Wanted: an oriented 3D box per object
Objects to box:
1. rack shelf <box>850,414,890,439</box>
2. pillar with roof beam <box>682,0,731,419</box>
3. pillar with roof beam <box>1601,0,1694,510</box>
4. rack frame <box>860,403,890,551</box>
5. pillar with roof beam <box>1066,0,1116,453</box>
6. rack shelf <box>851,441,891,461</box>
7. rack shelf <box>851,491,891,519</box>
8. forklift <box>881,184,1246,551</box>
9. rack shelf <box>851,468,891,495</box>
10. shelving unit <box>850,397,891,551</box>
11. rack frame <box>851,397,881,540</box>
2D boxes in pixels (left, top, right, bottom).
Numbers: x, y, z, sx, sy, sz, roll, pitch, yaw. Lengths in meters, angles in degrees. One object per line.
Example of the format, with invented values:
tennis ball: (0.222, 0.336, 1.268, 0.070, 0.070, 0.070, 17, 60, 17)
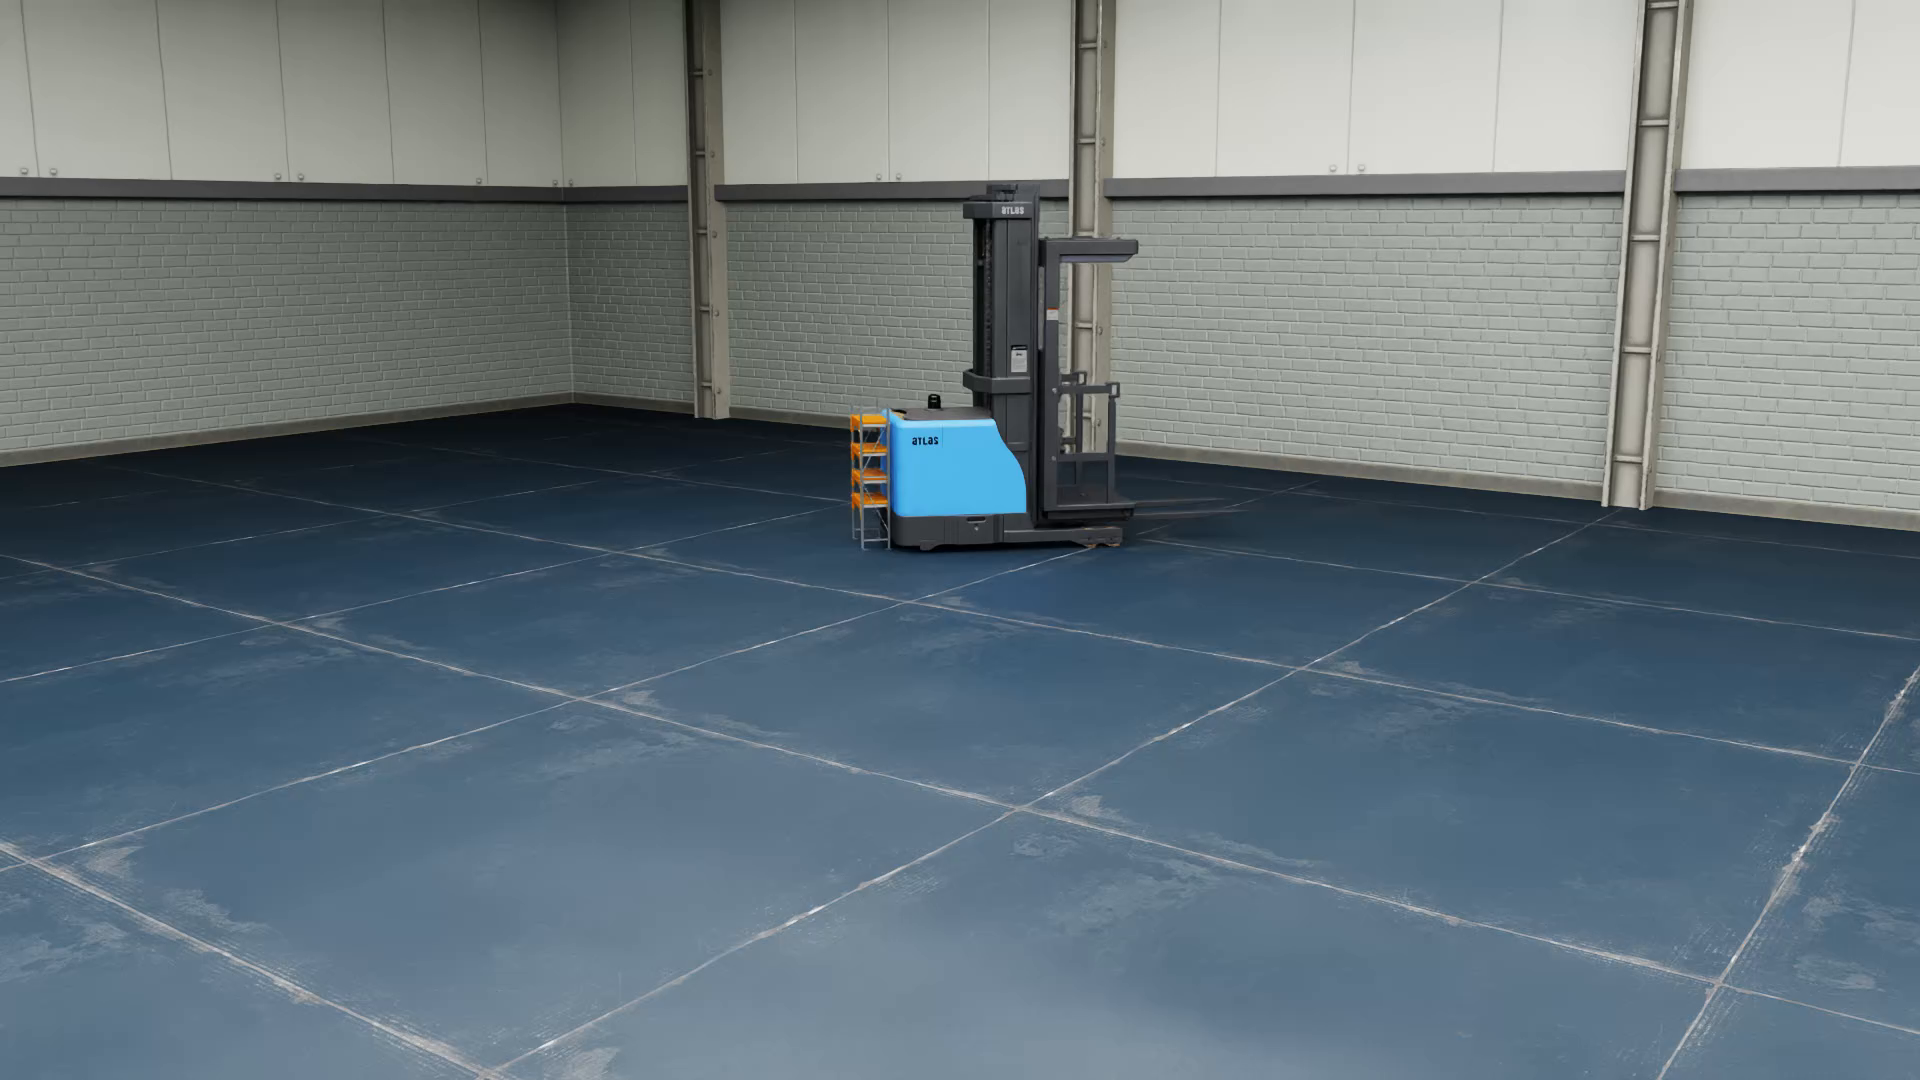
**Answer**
rack shelf: (-0.739, -0.939, 13.657, 0.258, 0.148, 0.480, -2, 11, -12)
pillar with roof beam: (-5.920, -5.431, 18.411, 0.400, 9.000, 9.100, 8, 13, 36)
pillar with roof beam: (3.752, -4.082, 11.438, 0.400, 9.000, 9.100, 8, 13, 36)
rack frame: (-0.689, -0.508, 13.497, 0.240, 1.200, 0.015, -2, 11, -12)
pillar with roof beam: (-1.084, -4.757, 14.925, 0.400, 9.000, 9.100, 8, 13, 36)
rack shelf: (-0.739, -0.707, 13.702, 0.258, 0.148, 0.480, -2, 11, -12)
rack shelf: (-0.739, -0.293, 13.782, 0.258, 0.148, 0.480, -2, 11, -12)
forklift: (0.882, -1.470, 13.913, 3.031, 2.935, 1.130, -2, 11, -11)
rack shelf: (-0.739, -0.487, 13.745, 0.258, 0.148, 0.480, -2, 11, -12)
shelving unit: (-0.739, -0.554, 13.732, 0.258, 1.200, 0.503, -2, 11, -12)
rack frame: (-0.790, -0.599, 13.966, 0.240, 1.200, 0.015, -2, 11, -12)
